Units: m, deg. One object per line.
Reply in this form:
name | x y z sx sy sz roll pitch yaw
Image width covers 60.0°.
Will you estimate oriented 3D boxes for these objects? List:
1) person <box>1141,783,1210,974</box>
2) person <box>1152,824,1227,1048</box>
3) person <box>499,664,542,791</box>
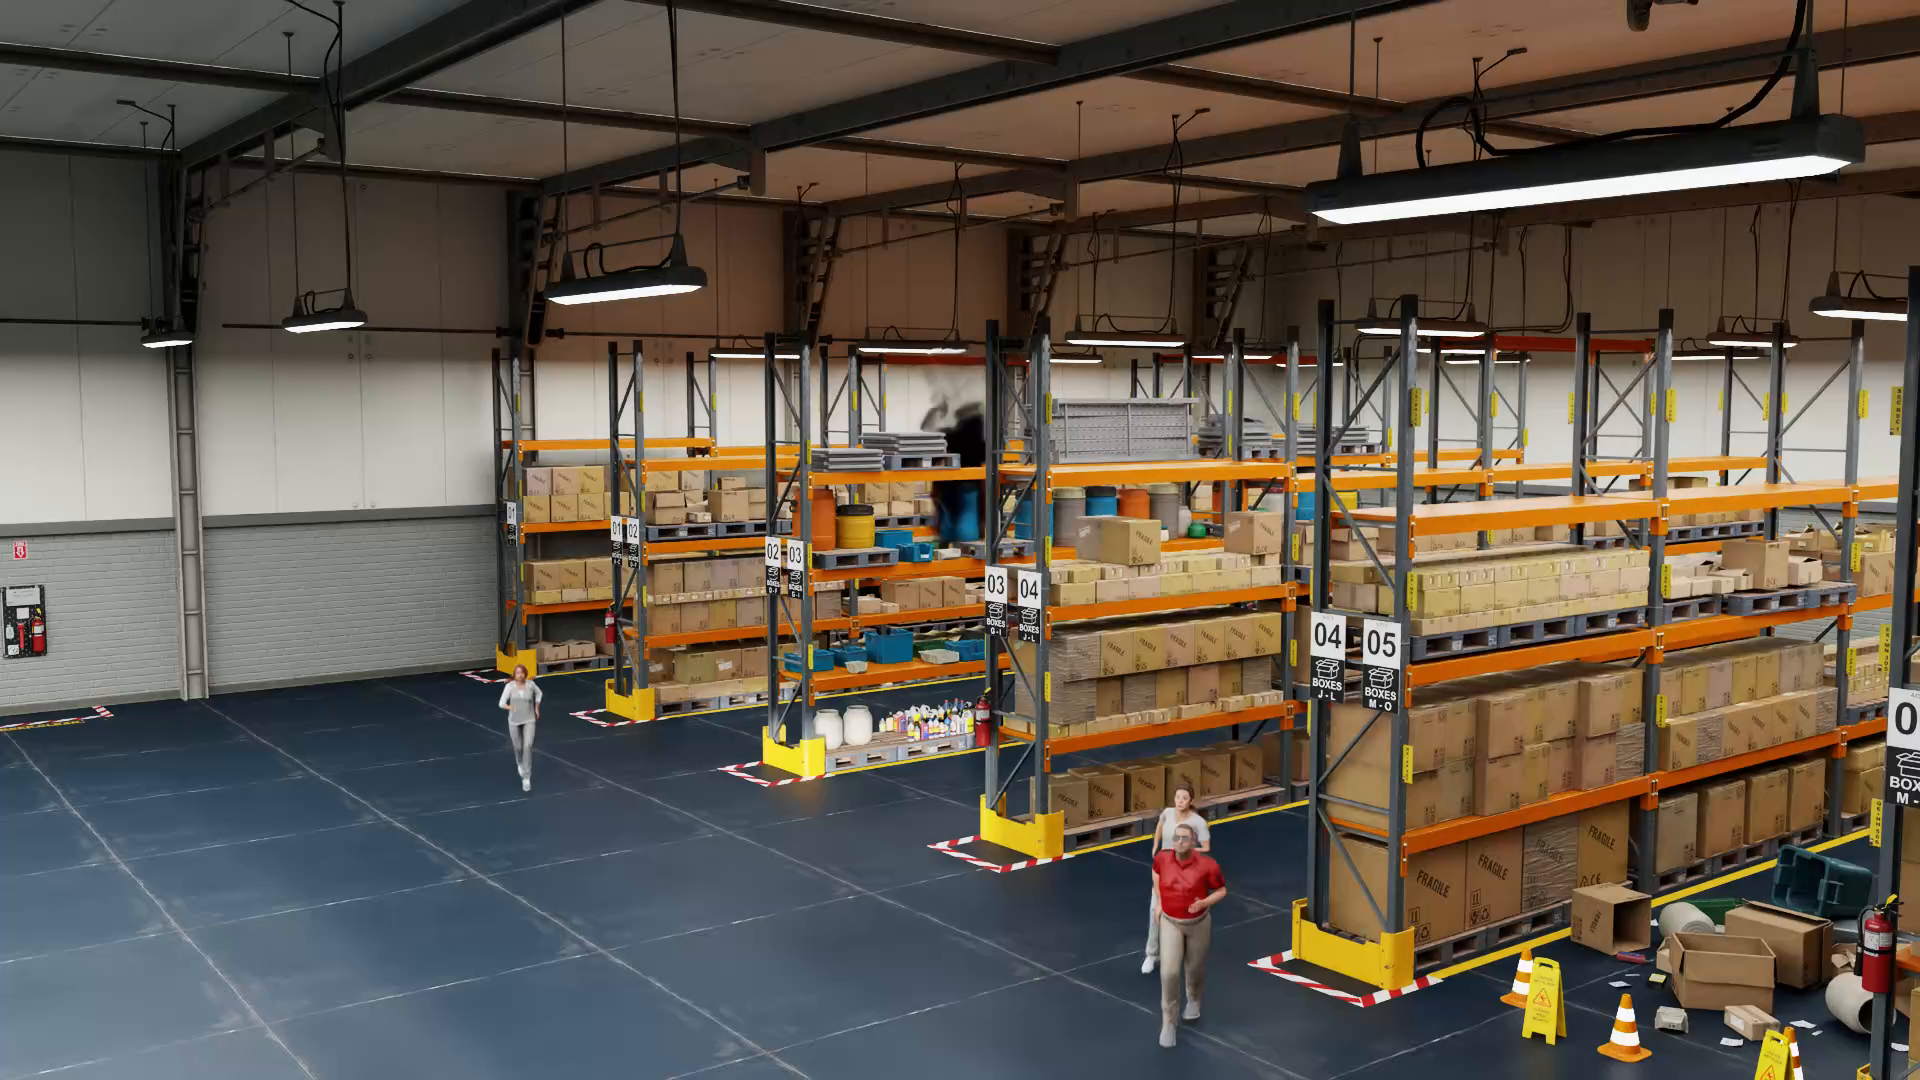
person | 2.015 3.029 15.090 0.576 1.685 0.884 3 6 27
person | 1.837 3.144 13.412 0.624 1.779 0.855 1 5 14
person | -5.787 2.423 21.921 0.541 1.606 0.868 -1 5 -12
